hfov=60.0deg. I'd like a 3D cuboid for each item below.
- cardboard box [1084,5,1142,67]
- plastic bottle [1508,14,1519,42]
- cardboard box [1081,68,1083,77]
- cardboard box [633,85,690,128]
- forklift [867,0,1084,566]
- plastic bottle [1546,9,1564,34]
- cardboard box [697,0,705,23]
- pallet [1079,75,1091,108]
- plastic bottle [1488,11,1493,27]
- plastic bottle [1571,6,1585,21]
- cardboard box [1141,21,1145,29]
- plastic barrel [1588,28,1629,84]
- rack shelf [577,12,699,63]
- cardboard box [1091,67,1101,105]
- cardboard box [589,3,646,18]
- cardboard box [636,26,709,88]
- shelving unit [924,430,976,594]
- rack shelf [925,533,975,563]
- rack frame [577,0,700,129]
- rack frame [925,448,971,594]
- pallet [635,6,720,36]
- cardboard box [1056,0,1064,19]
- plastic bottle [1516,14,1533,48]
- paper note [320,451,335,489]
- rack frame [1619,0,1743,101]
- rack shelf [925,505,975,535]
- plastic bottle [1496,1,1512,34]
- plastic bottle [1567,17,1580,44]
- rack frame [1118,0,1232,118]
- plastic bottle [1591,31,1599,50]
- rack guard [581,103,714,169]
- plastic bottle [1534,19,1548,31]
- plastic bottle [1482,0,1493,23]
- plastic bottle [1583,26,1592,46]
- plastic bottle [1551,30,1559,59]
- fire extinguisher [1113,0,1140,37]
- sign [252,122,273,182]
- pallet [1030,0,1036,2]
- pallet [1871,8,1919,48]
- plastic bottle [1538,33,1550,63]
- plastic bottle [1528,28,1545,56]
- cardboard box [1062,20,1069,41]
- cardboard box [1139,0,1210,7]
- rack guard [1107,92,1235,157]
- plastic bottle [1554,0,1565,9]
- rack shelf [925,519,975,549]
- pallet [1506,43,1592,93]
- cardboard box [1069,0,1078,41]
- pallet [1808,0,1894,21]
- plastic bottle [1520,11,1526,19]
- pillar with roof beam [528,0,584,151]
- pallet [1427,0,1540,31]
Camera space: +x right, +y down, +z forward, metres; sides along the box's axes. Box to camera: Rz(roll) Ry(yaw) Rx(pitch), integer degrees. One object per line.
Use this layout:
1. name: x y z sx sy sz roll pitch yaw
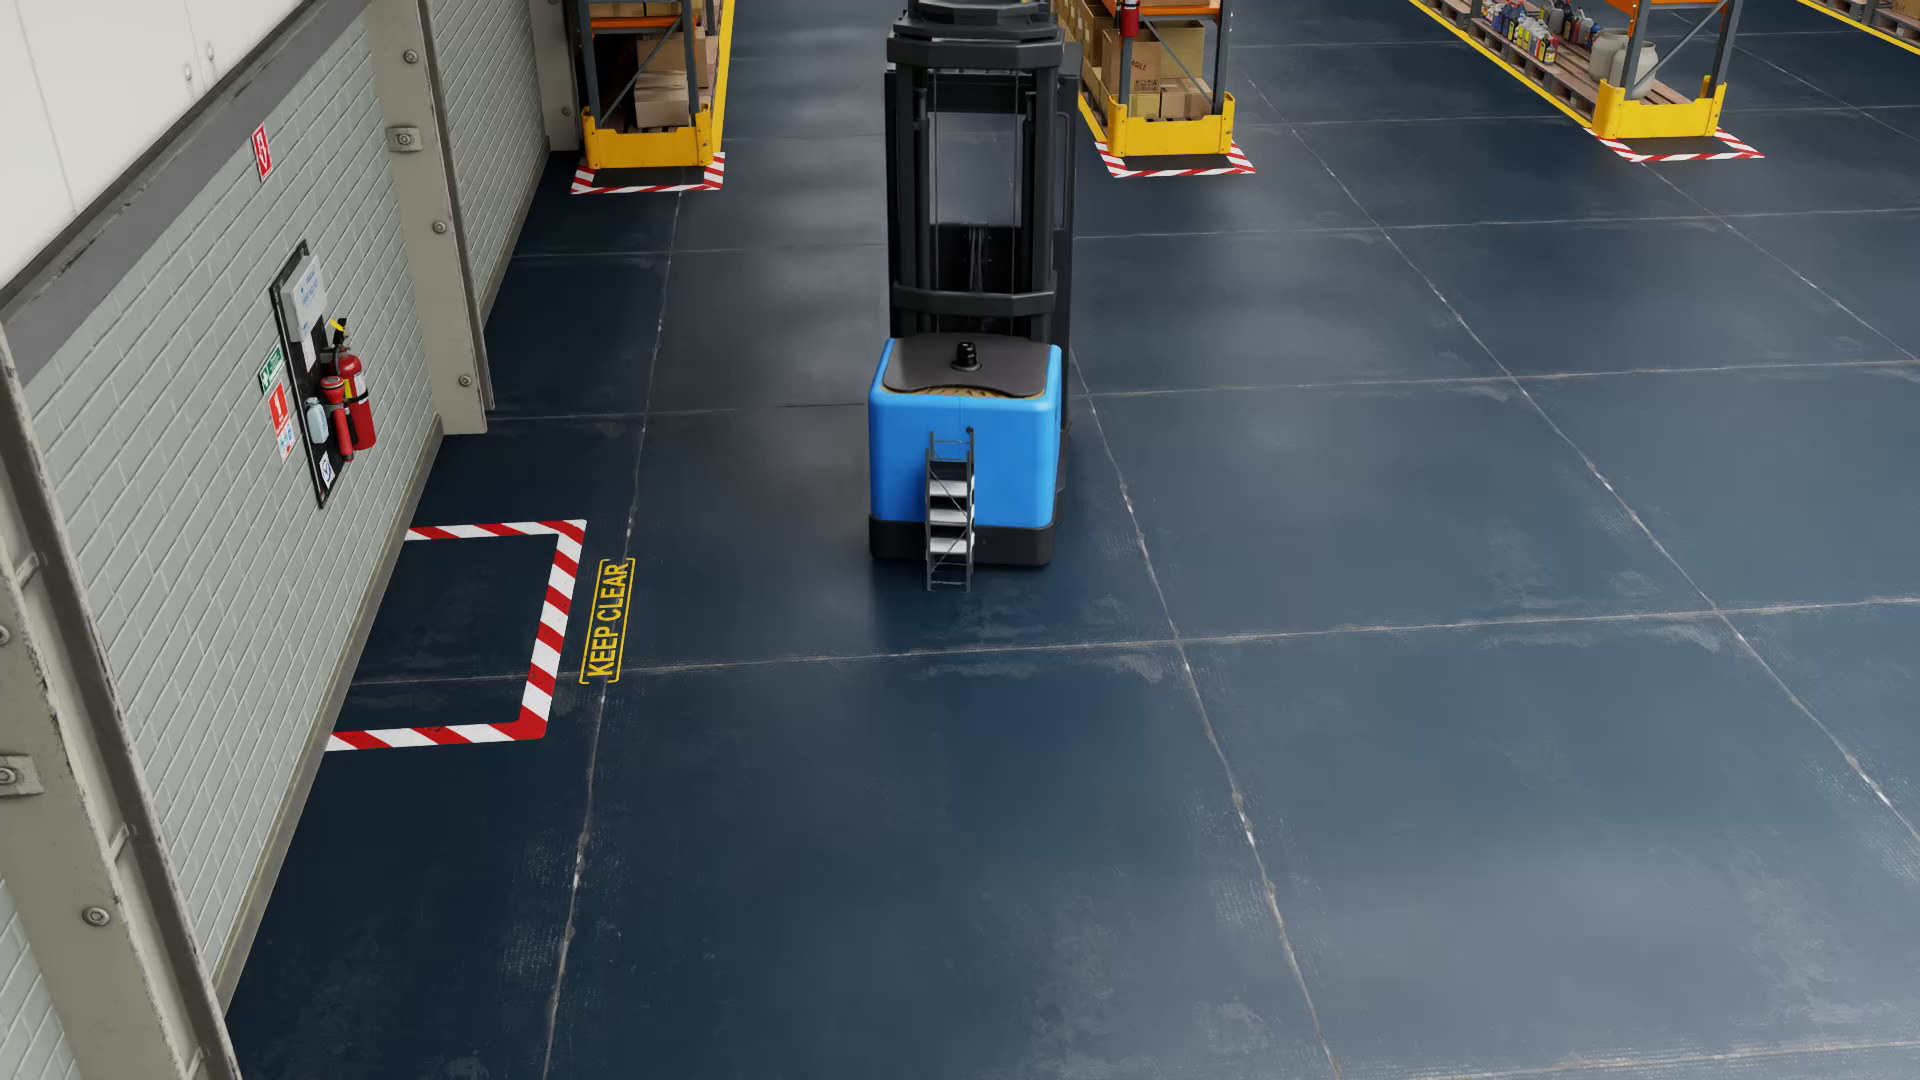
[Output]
1. cardboard box: 1.557 -5.163 17.010 0.500 0.500 0.500 -3 31 -5
2. plastic bottle: 6.223 -5.758 18.684 0.061 0.283 0.133 -1 31 -2
3. cardboard box: 1.515 -5.097 17.630 0.500 0.250 0.500 -3 31 -5
4. cardboard box: -2.895 -4.225 16.091 0.500 0.311 0.500 -6 31 -10
5. forklift: 0.145 -1.846 9.983 1.130 2.935 3.031 3 31 5
6. plastic bottle: 6.789 -5.936 18.991 0.152 0.276 0.135 -3 31 -5
7. cardboard box: -3.379 -6.366 19.491 0.700 0.500 0.500 -2 31 -3
8. pallet: 1.787 -4.885 17.722 1.003 0.211 1.213 -3 31 -5
9. plastic bottle: 6.182 -6.050 19.253 0.097 0.201 0.097 0 31 0
10. plastic bottle: 6.965 -5.824 18.729 0.144 0.351 0.185 -3 31 -5
11. cardboard box: 2.074 -5.188 17.051 0.500 0.500 0.500 -3 31 -5
12. plastic barrel: 6.759 -5.008 17.226 0.421 0.512 0.421 0 31 0
13. rack shelf: -3.107 -5.545 16.810 1.077 0.370 4.000 -3 31 -5
14. cardboard box: 1.608 -4.586 16.775 0.500 0.250 0.500 -3 31 -5
15. cardboard box: -3.157 -5.006 15.333 0.500 0.250 0.500 -2 31 -4
16. cardboard box: -2.968 -4.974 17.161 0.700 0.500 0.500 -5 31 -8
17. shelving unit: -0.054 -0.147 9.118 0.258 0.900 0.210 3 31 5
18. rack shelf: -0.054 0.036 9.227 0.258 0.077 0.200 3 31 5
19. rack frame: -2.920 -4.833 14.916 1.000 3.000 0.127 -3 31 -5
20. rack frame: -0.064 -0.095 9.031 0.240 0.900 0.006 3 31 5
21. pallet: -3.368 -6.075 19.715 1.003 0.211 1.213 -3 31 -5
22. cardboard box: 1.369 -6.184 18.719 0.500 0.500 0.500 -3 31 -5
23. plastic bottle: 6.289 -5.656 18.448 0.144 0.351 0.185 -3 31 -5
24. paper note: -3.146 -0.350 8.270 0.016 0.148 0.142 -3 31 -5
25. rack frame: 6.943 -5.308 15.711 1.000 3.000 0.127 -3 31 -5
26. rack shelf: -0.054 -0.118 9.135 0.258 0.077 0.200 3 31 5
27. plastic bottle: 6.232 -5.969 18.973 0.144 0.351 0.185 -2 31 -3
28. plastic bottle: 6.870 -5.706 18.598 0.061 0.283 0.133 -3 31 -5
29. rack frame: 2.011 -5.072 15.317 1.000 3.000 0.127 -3 31 -5
30. plastic bottle: 7.034 -5.512 18.353 0.097 0.201 0.097 0 31 0
31. rack guard: -2.928 -3.799 15.622 1.175 0.500 0.348 -3 31 -5
32. plastic bottle: 6.434 -5.644 18.501 0.152 0.276 0.135 -3 31 -5
33. plastic bottle: 6.163 -6.184 19.409 0.097 0.271 0.097 0 31 0
34. plastic bottle: 7.014 -5.617 18.529 0.097 0.201 0.097 0 31 0
35. plastic bottle: 6.445 -5.382 18.056 0.061 0.283 0.133 -3 31 -5
36. fire extinguisher: 1.560 -4.956 15.198 0.296 0.674 0.183 -3 31 -5
37. sign: -3.192 -1.808 7.592 0.001 0.298 0.199 -3 31 -5
38. pallet: 1.413 -6.916 21.122 1.003 0.211 1.213 -3 31 -5
39. pallet: 11.599 -6.049 19.671 1.003 0.211 1.213 -3 31 -5
40. plastic bottle: 6.306 -5.306 17.927 0.061 0.283 0.133 -2 31 -3
41. plastic bottle: 6.326 -5.445 18.167 0.152 0.276 0.135 -4 31 -6
42. cardboard box: 1.421 -5.607 18.484 0.500 0.250 0.500 -3 31 -5
43. cardboard box: 1.980 -5.354 15.691 0.700 0.500 0.500 -3 31 -5
44. rack guard: 2.013 -3.987 15.937 1.175 0.500 0.348 -3 31 -5
45. plastic bottle: 6.917 -6.086 19.169 0.144 0.351 0.185 -4 31 -6
46. rack shelf: -0.054 -0.041 9.181 0.258 0.077 0.200 3 31 5
47. pallet: 6.708 -5.183 18.222 1.003 0.211 1.213 -3 31 -5
48. cardboard box: 1.463 -5.674 17.864 0.500 0.500 0.500 -3 31 -5
49. pallet: 11.427 -6.787 20.907 1.003 0.211 1.213 -3 31 -5
50. plastic bottle: 6.366 -5.867 18.879 0.097 0.271 0.097 0 31 0
51. pillar with roof beam: 0.439 -7.931 14.252 9.100 9.000 0.400 -3 31 -5
52. pallet: 6.458 -6.552 20.513 1.003 0.211 1.213 -3 31 -5
